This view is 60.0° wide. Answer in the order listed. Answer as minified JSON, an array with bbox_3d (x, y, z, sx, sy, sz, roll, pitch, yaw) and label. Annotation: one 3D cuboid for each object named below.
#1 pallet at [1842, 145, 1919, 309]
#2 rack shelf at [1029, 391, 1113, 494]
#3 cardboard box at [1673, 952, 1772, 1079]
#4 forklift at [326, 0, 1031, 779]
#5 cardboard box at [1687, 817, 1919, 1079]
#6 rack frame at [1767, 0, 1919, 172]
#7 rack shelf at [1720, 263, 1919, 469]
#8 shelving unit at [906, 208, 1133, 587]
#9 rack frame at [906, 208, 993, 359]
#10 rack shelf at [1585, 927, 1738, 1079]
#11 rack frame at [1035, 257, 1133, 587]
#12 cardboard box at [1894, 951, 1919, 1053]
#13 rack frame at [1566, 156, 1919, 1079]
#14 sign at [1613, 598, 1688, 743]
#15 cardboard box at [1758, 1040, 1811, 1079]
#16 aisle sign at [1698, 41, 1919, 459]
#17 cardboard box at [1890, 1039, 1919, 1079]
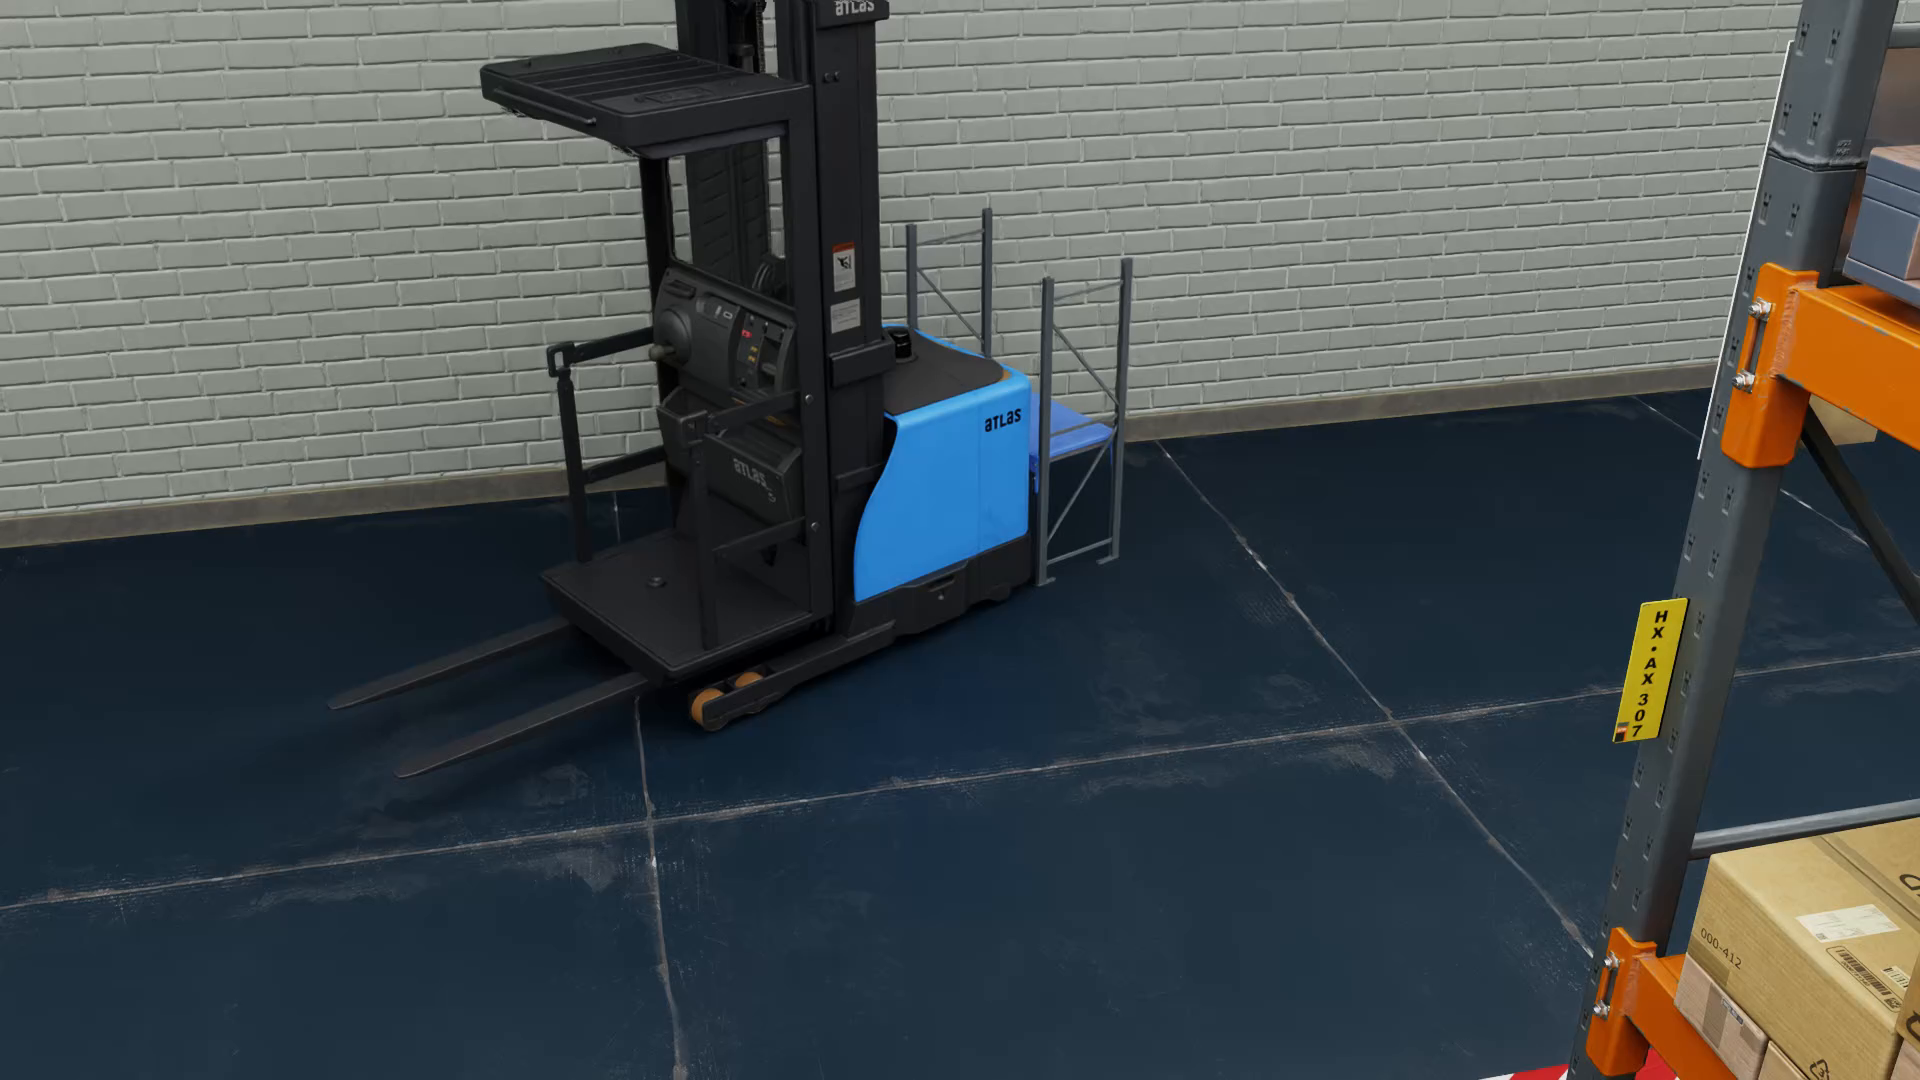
[{"bbox_3d":[2.107,-0.341,2.367,1.003,0.211,1.213,-6,27,-12],"label":"pallet"},{"bbox_3d":[0.257,-0.544,8.062,0.538,0.185,1.000,-19,32,-32],"label":"rack shelf"},{"bbox_3d":[1.688,0.935,3.347,0.380,0.149,0.250,-6,27,-11],"label":"cardboard box"},{"bbox_3d":[-1.115,-0.805,6.592,3.031,2.935,1.130,-21,34,-36],"label":"forklift"},{"bbox_3d":[1.775,0.806,3.161,0.500,0.250,0.500,-7,28,-13],"label":"cardboard box"},{"bbox_3d":[1.930,-2.045,2.314,1.000,3.000,0.127,-6,27,-12],"label":"rack frame"},{"bbox_3d":[2.381,0.494,1.413,1.077,0.370,4.000,-6,27,-12],"label":"rack shelf"},{"bbox_3d":[0.257,-0.704,7.981,0.538,1.500,1.048,-19,32,-32],"label":"shelving unit"},{"bbox_3d":[-0.049,-0.887,8.343,0.500,1.500,0.032,-19,32,-32],"label":"rack frame"},{"bbox_3d":[2.381,1.833,2.089,1.077,0.370,4.000,-6,27,-12],"label":"rack shelf"},{"bbox_3d":[0.562,-0.521,7.618,0.500,1.500,0.032,-19,32,-32],"label":"rack frame"},{"bbox_3d":[1.888,0.691,2.557,0.500,0.500,0.500,-7,28,-13],"label":"cardboard box"},{"bbox_3d":[1.930,0.633,3.666,1.000,3.000,0.127,-6,27,-12],"label":"rack frame"},{"bbox_3d":[1.388,0.265,3.347,0.100,0.325,0.005,-6,27,-12],"label":"sign"},{"bbox_3d":[1.748,1.047,3.125,0.380,0.149,0.250,-6,27,-12],"label":"cardboard box"},{"bbox_3d":[1.621,-0.528,3.082,0.394,0.787,0.004,-6,27,-12],"label":"aisle sign"},{"bbox_3d":[1.899,1.033,2.710,0.500,0.250,0.500,-6,27,-12],"label":"cardboard box"}]
